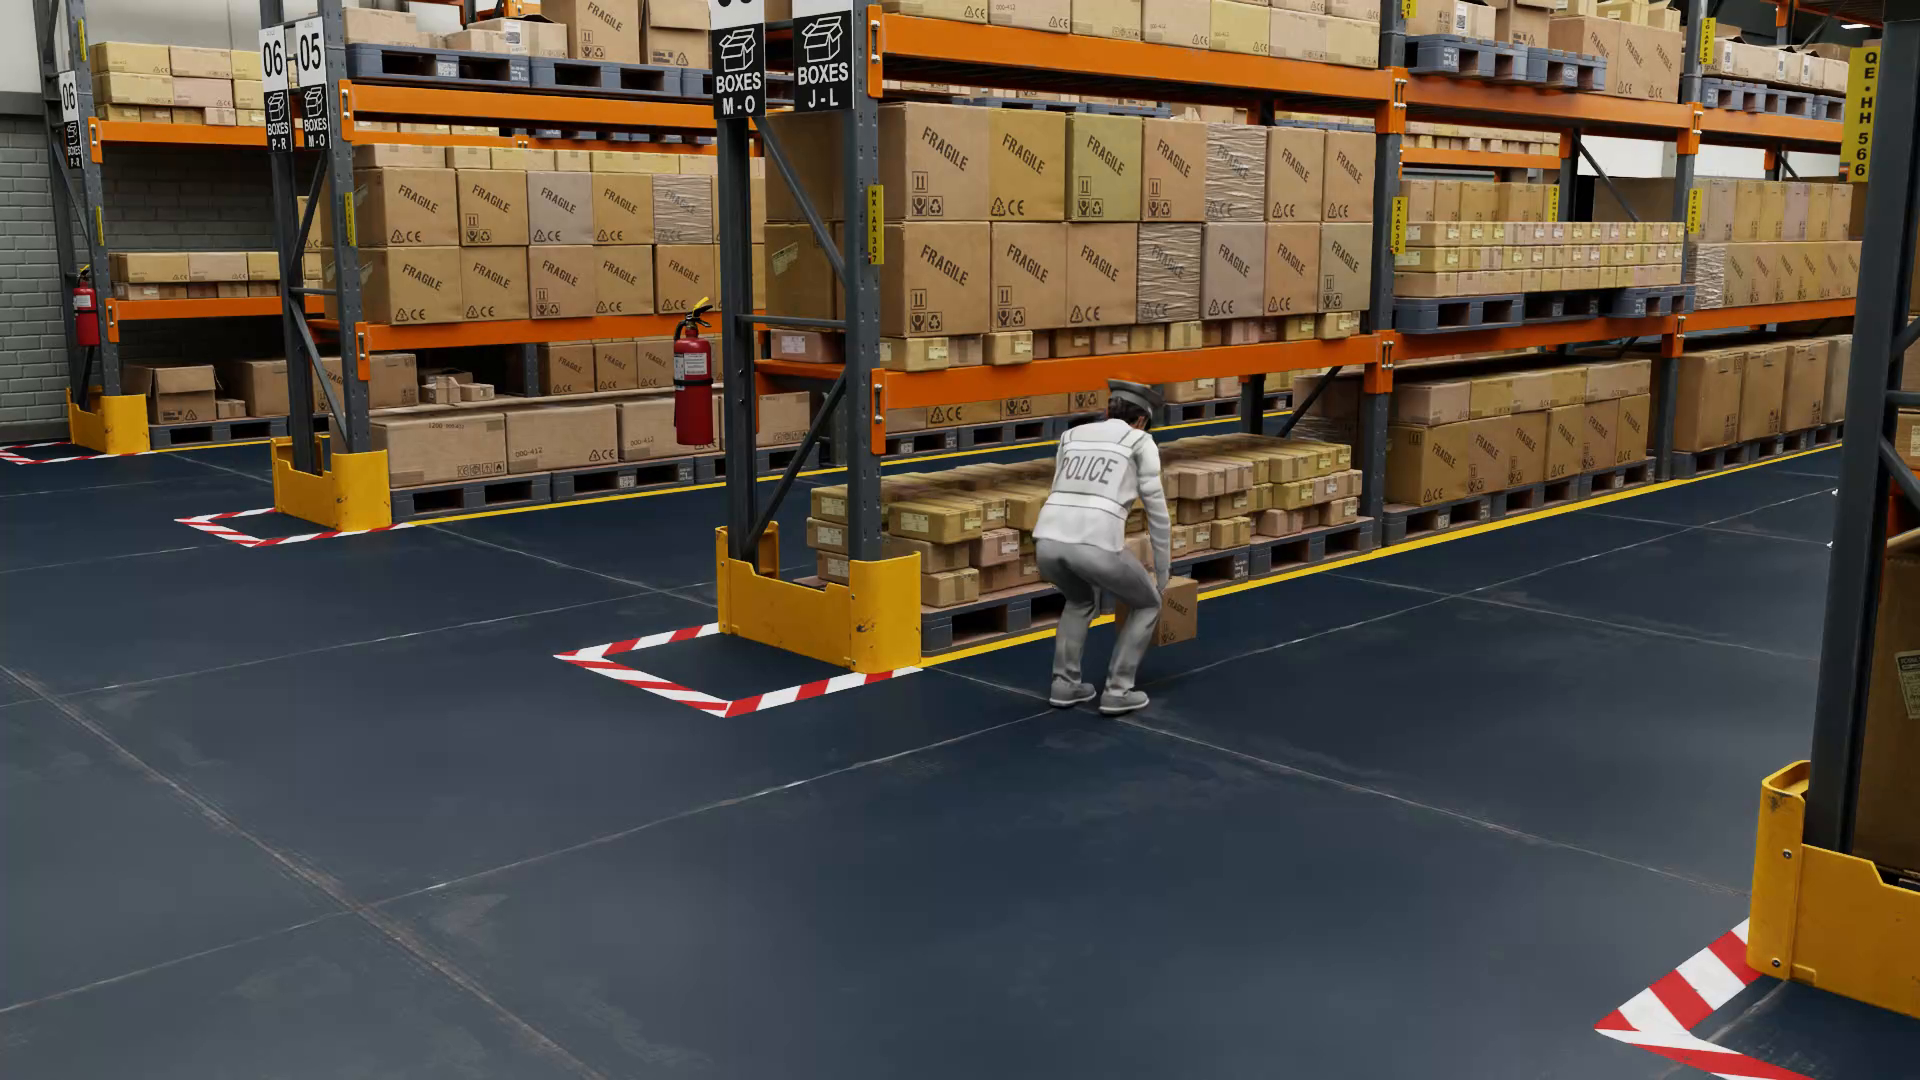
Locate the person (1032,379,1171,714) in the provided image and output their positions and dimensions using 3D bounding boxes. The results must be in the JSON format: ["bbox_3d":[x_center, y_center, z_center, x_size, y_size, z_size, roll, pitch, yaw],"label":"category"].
[{"bbox_3d":[0.570,0.022,6.752,0.534,1.322,0.737,8,13,37],"label":"person"}]
